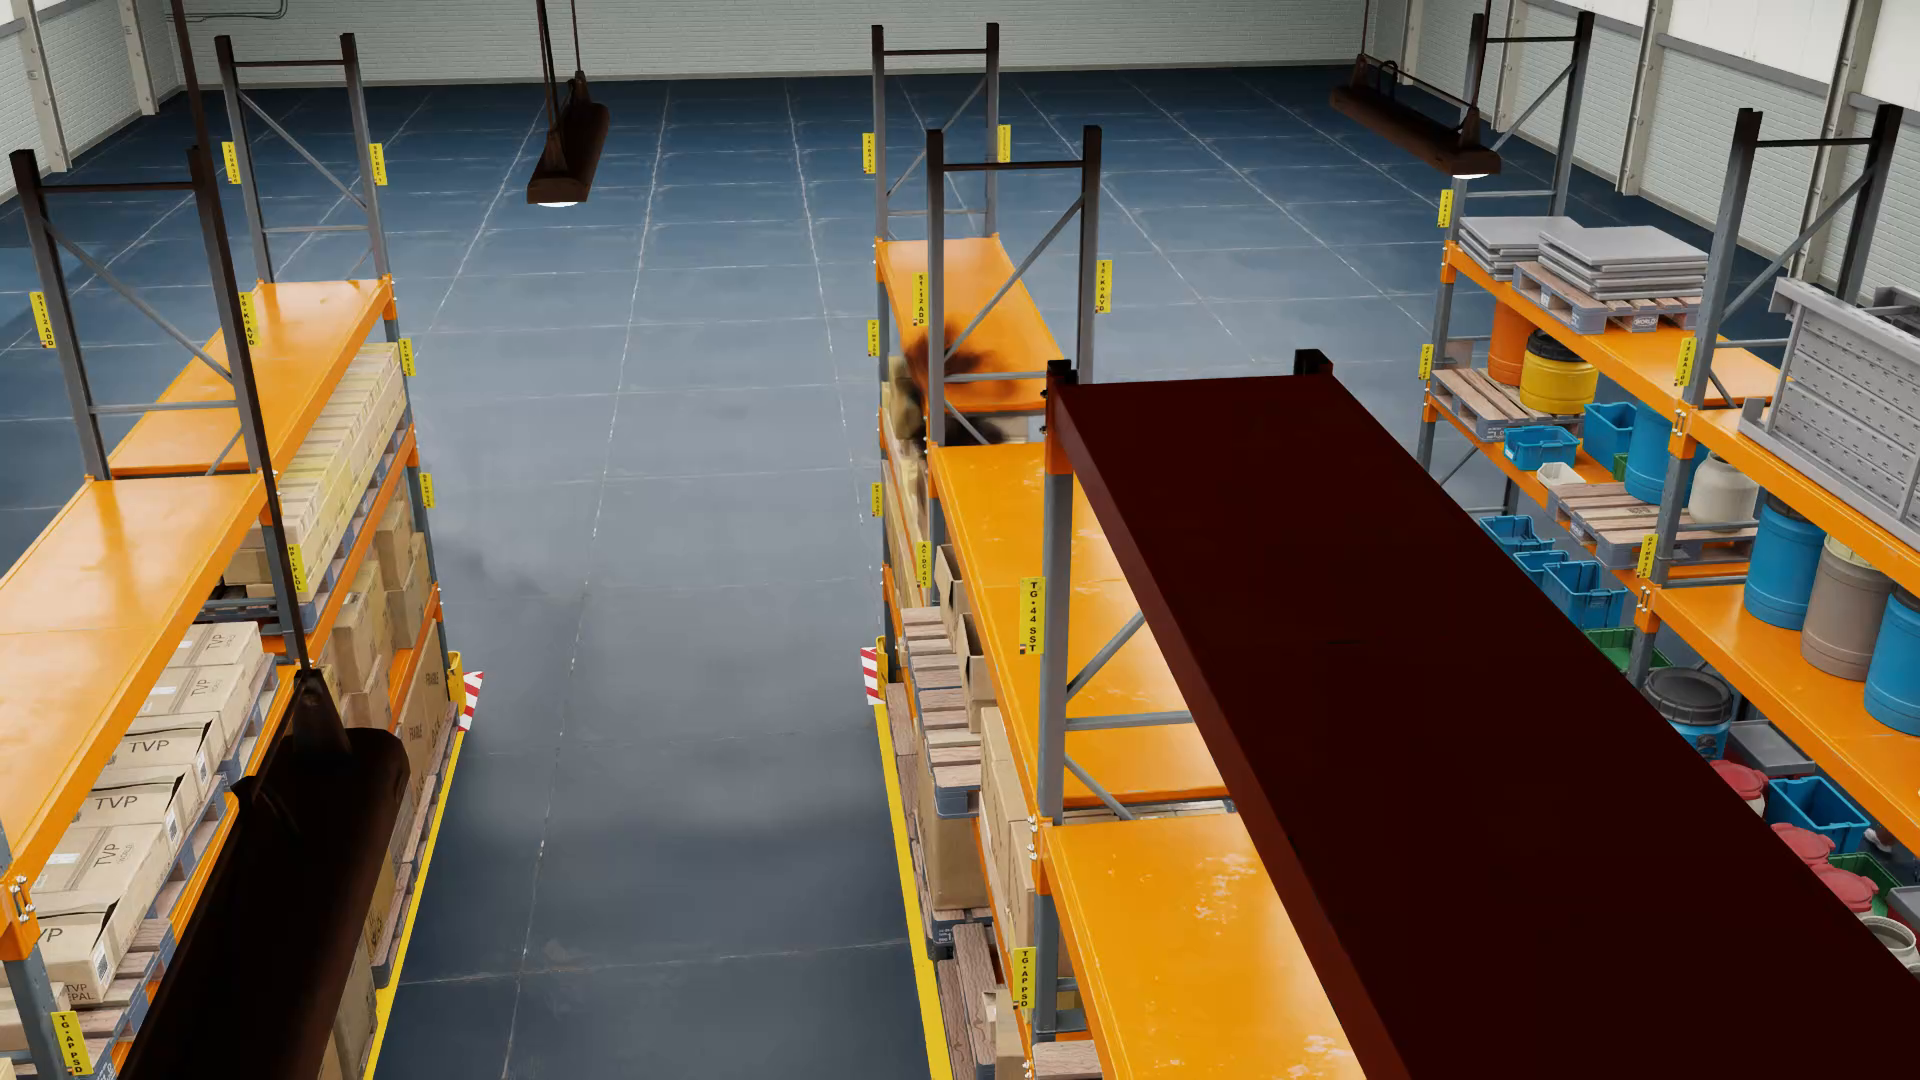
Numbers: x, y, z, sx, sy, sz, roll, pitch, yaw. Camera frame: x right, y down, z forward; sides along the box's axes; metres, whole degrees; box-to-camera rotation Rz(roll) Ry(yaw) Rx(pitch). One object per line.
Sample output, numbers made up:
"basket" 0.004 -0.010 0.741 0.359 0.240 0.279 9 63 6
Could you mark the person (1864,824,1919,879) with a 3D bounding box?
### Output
"person" 7.358 1.811 12.711 0.572 1.665 0.891 -3 26 -7
